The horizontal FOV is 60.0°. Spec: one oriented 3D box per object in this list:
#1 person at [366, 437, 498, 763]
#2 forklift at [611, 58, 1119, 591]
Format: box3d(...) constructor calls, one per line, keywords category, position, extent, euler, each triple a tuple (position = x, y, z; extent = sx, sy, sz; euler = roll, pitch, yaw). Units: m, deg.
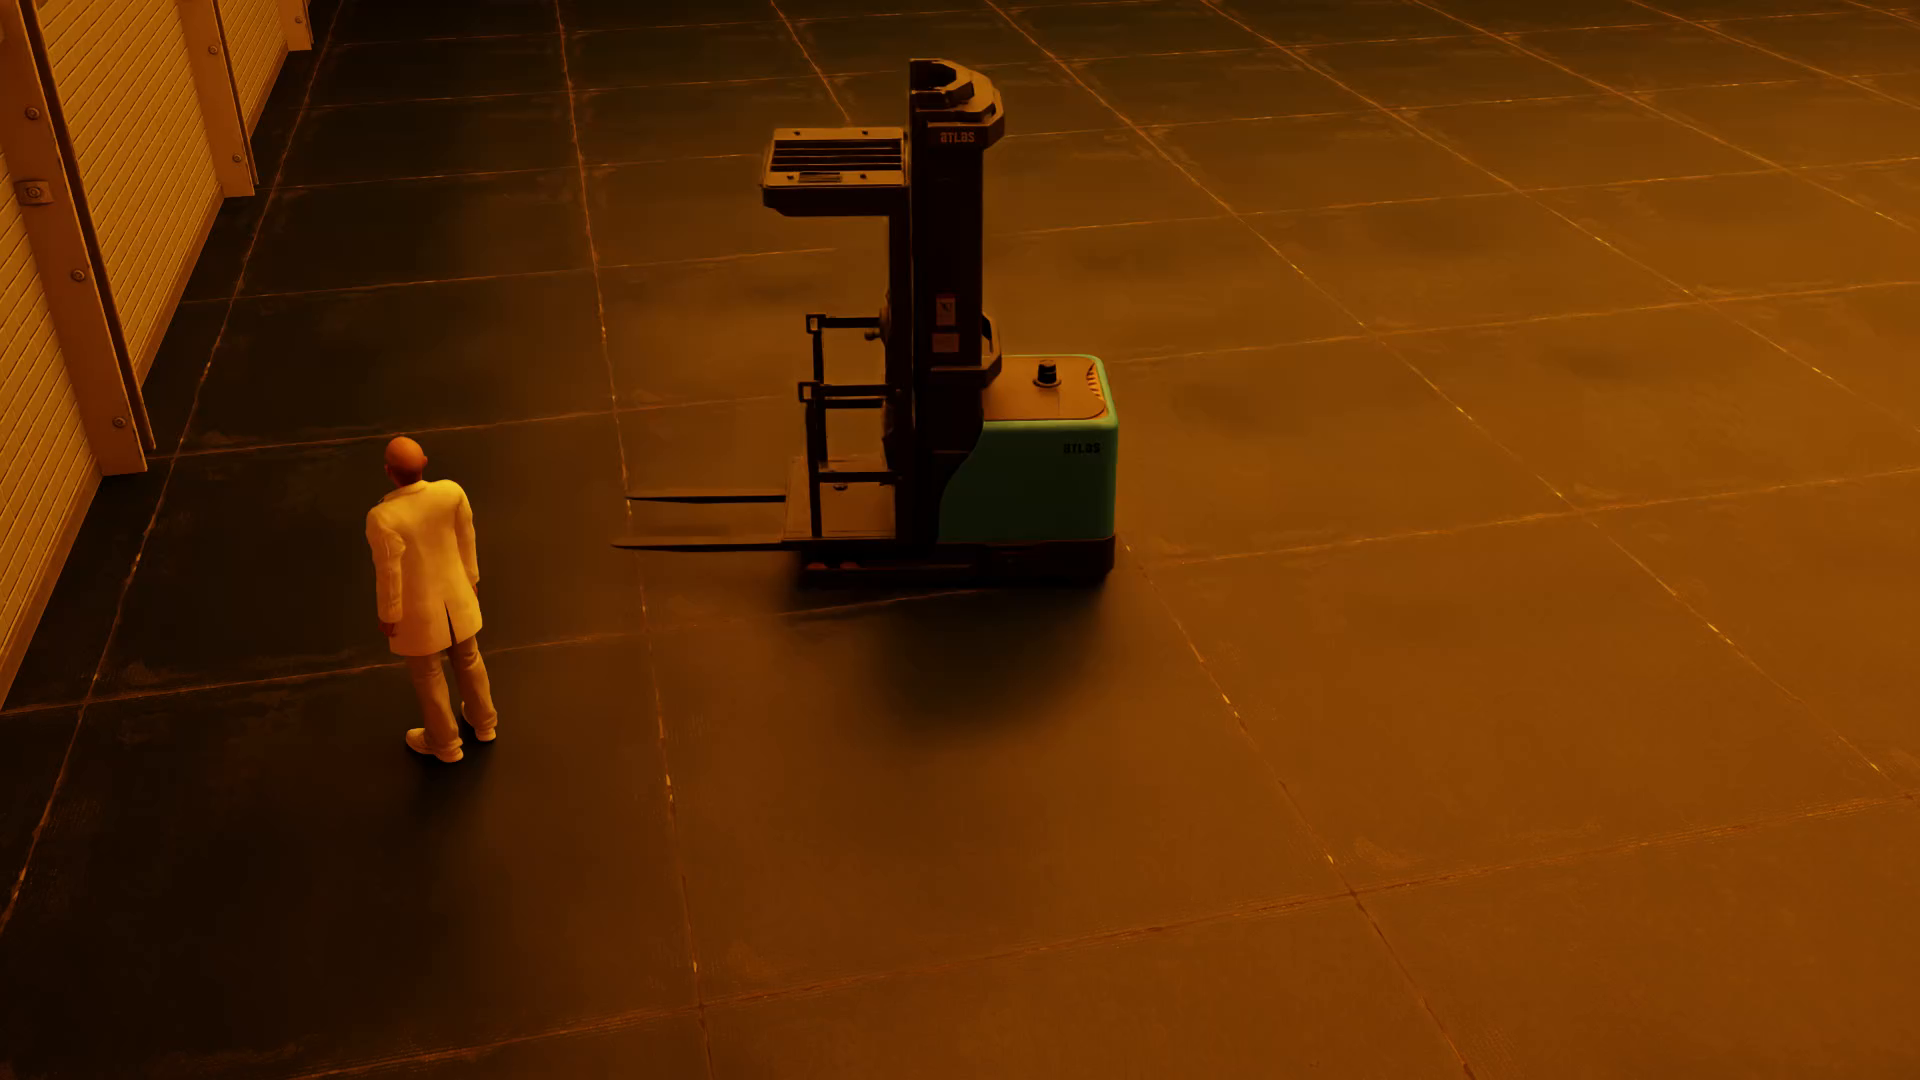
box3d(category="person", position=(-2.653, 0.280, 8.238), extent=(0.393, 1.782, 0.551), euler=(24, 38, 35))
box3d(category="forklift", position=(-0.599, -1.236, 9.709), extent=(3.031, 2.935, 1.130), euler=(-1, 30, -2))
